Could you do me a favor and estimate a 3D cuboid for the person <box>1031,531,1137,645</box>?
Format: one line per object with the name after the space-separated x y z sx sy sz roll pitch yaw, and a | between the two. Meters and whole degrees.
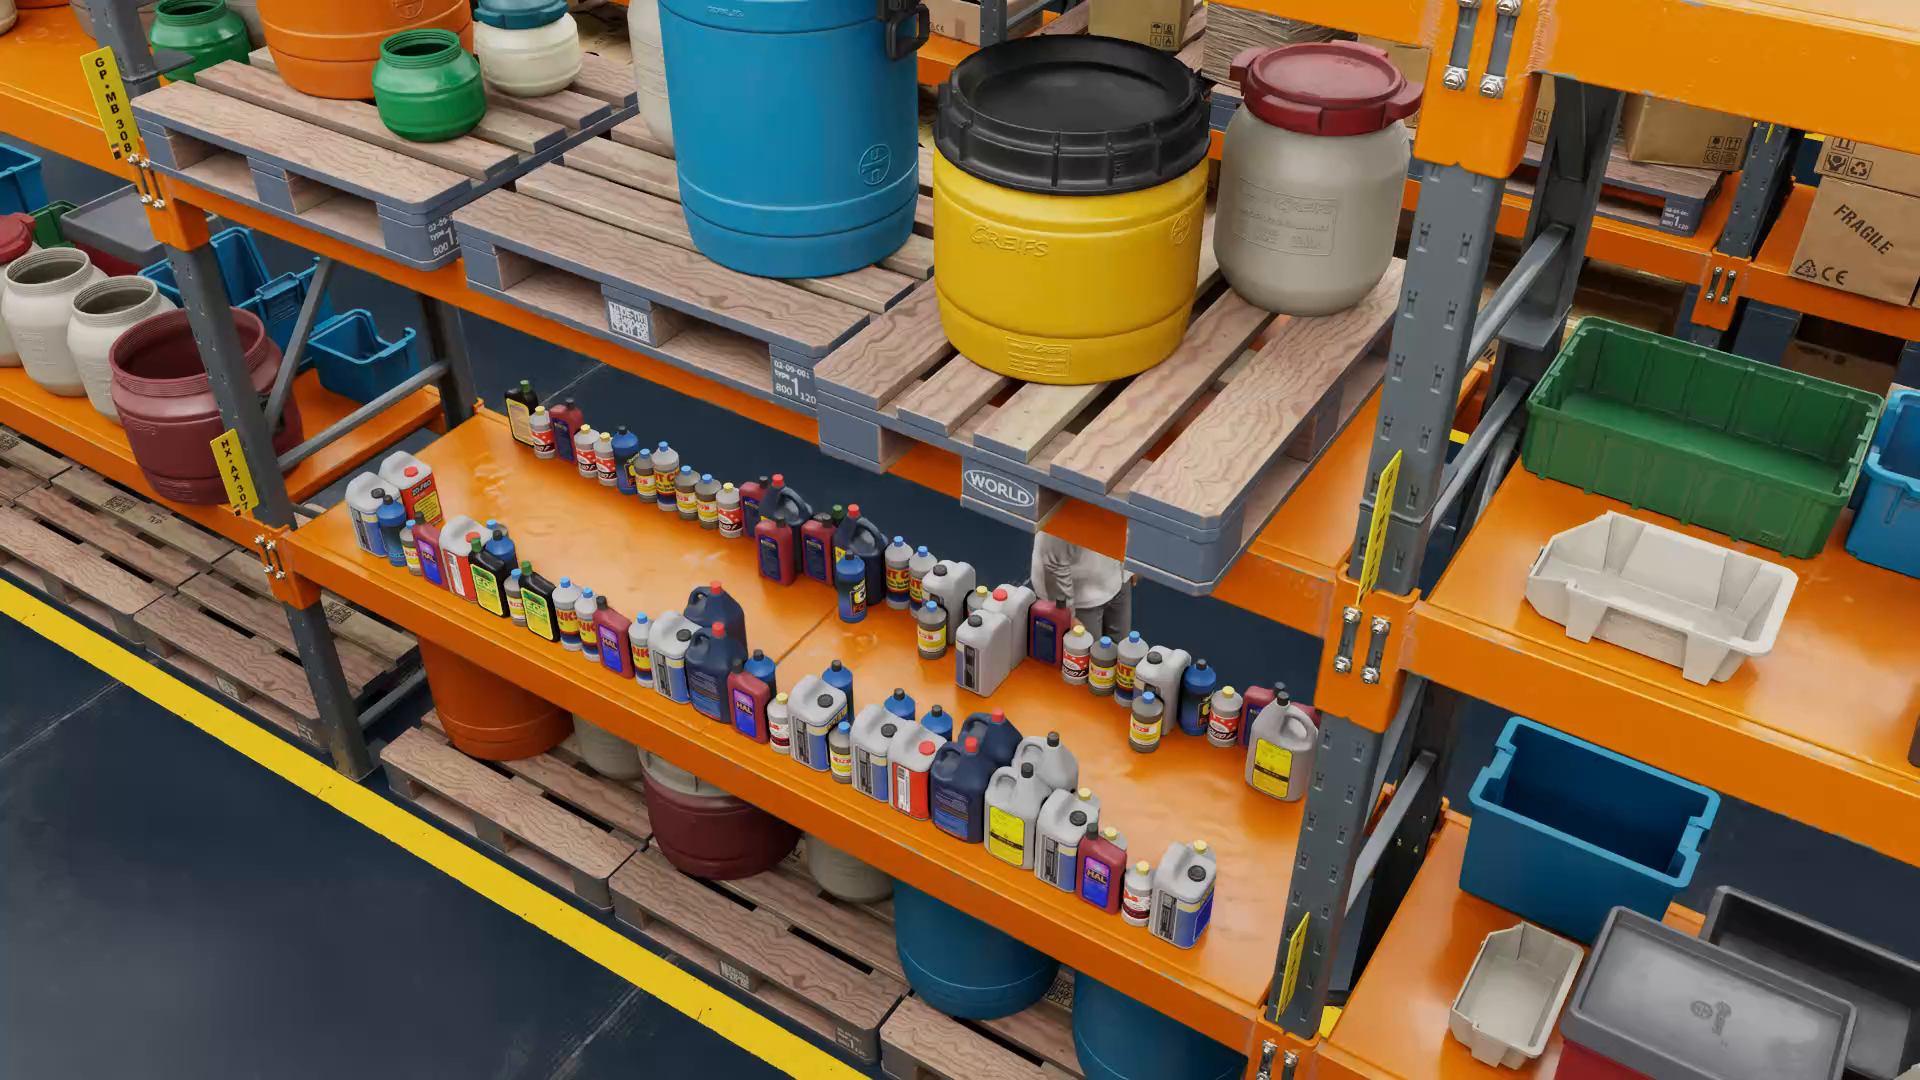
0.518 0.170 6.443 0.463 1.770 0.578 21 43 24 | person
